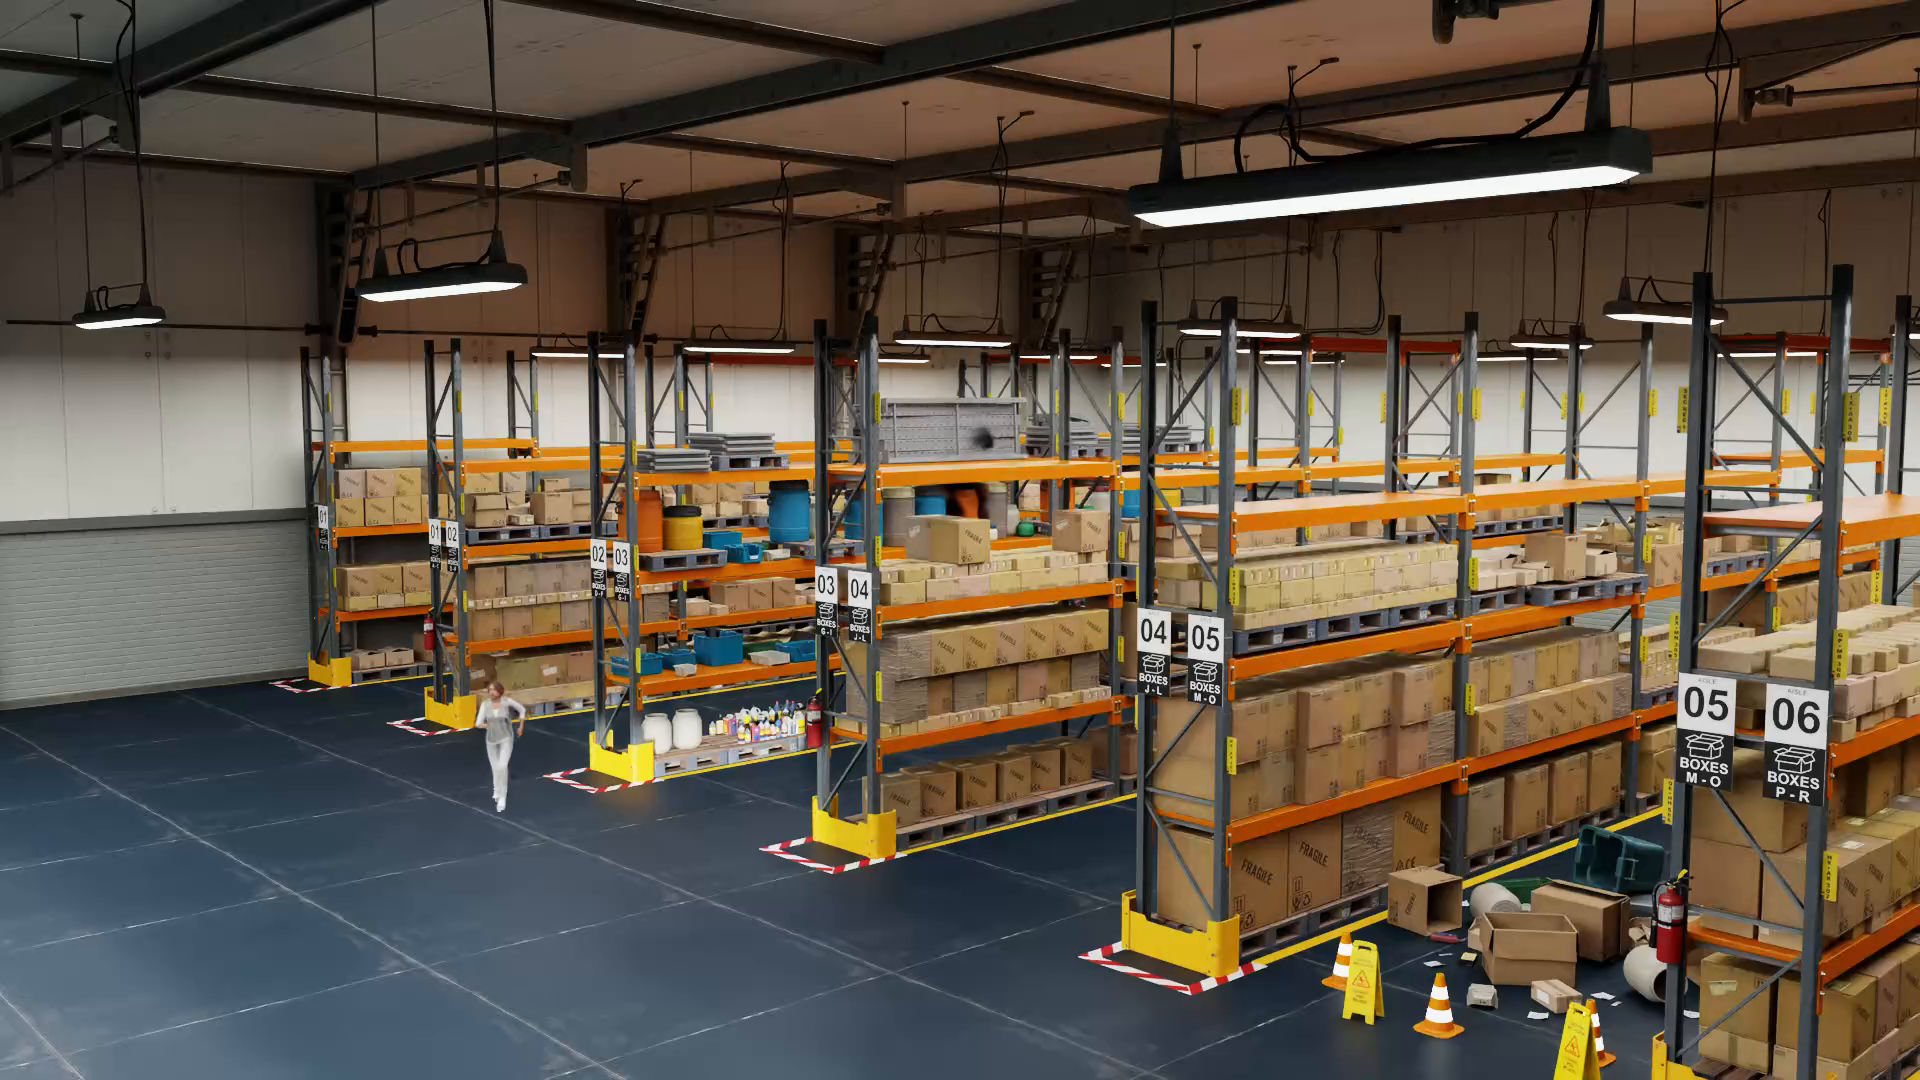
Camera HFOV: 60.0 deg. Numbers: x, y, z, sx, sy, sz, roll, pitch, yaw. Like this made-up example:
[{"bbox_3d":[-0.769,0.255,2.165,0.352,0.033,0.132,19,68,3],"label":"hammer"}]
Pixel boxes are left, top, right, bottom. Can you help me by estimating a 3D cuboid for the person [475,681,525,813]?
[{"bbox_3d":[-5.729,2.546,20.743,0.548,1.621,0.832,0,5,-1],"label":"person"}]
